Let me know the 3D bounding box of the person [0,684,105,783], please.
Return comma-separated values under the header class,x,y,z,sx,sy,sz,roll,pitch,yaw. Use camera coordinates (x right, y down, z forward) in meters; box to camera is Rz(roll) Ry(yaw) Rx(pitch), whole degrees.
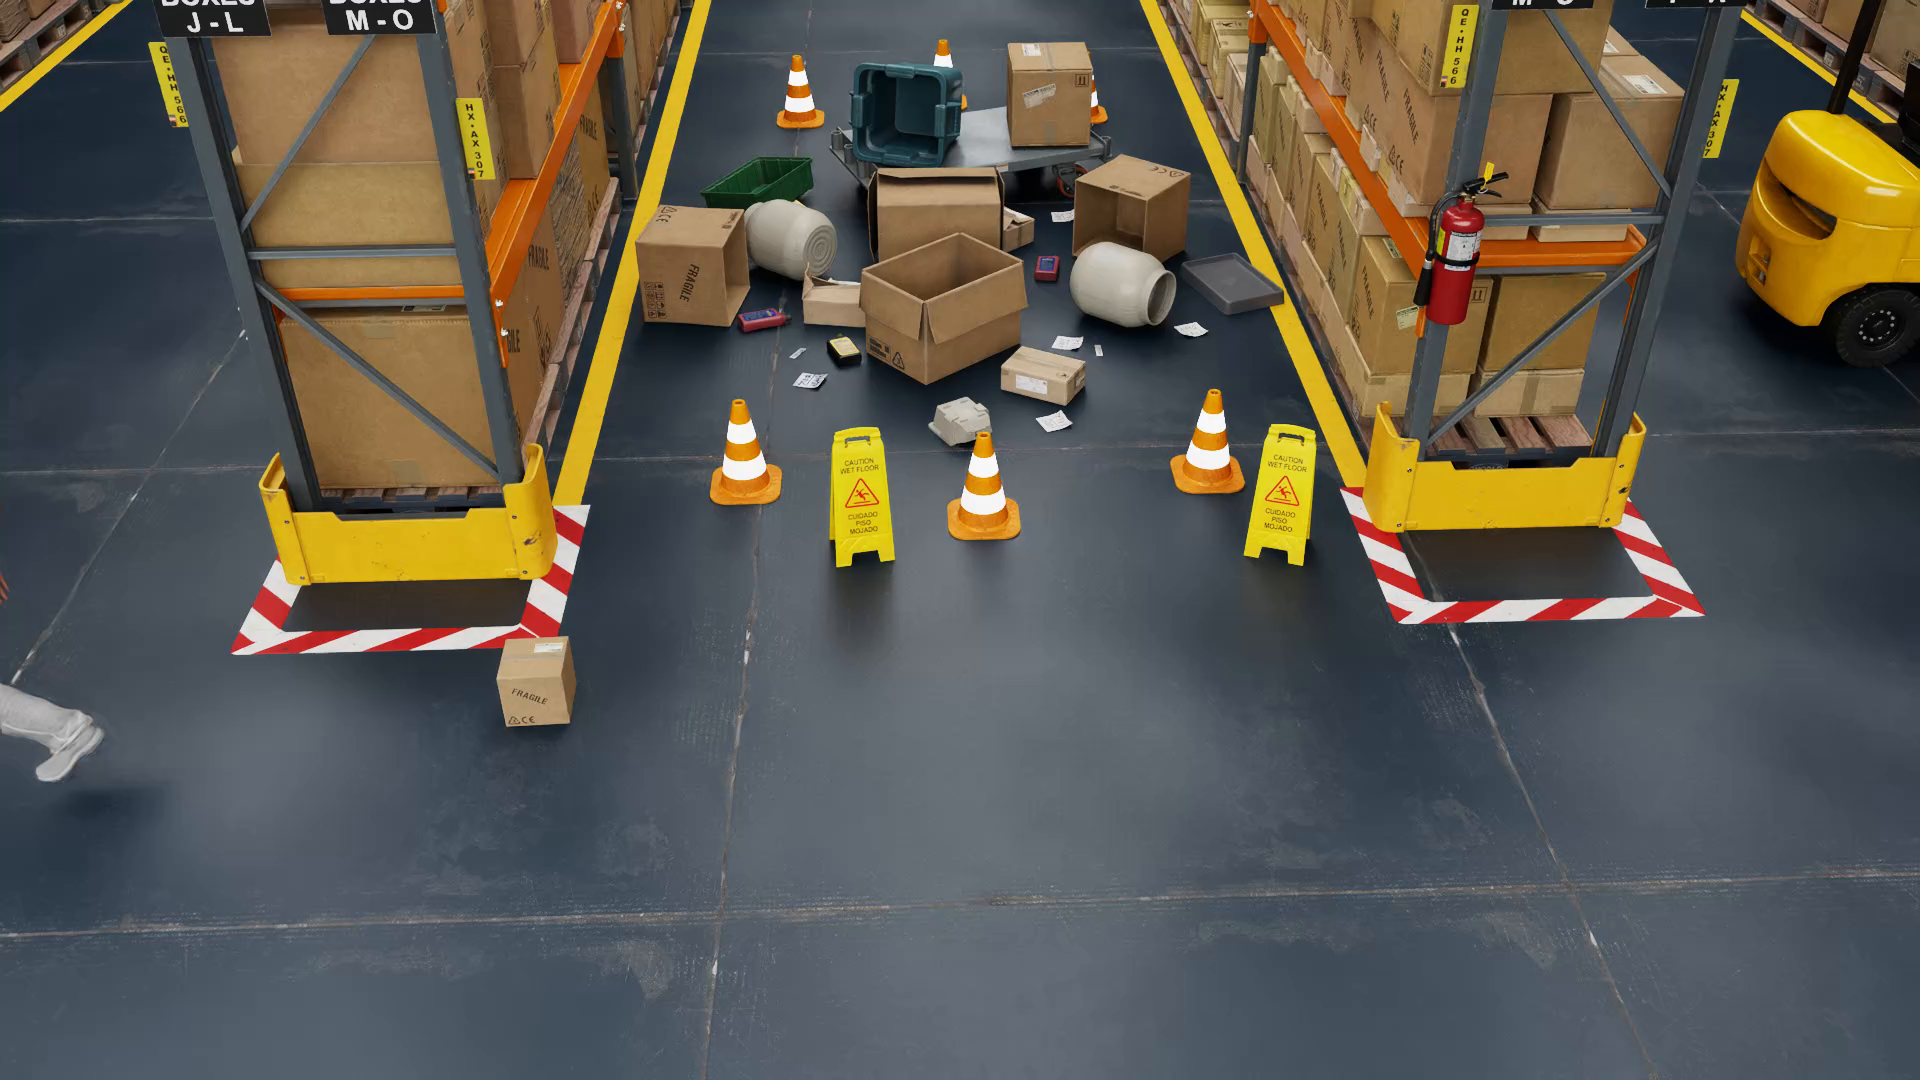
class,x,y,z,sx,sy,sz,roll,pitch,yaw
person,-3.656,0.176,5.867,0.906,1.739,0.565,-4,35,-5
